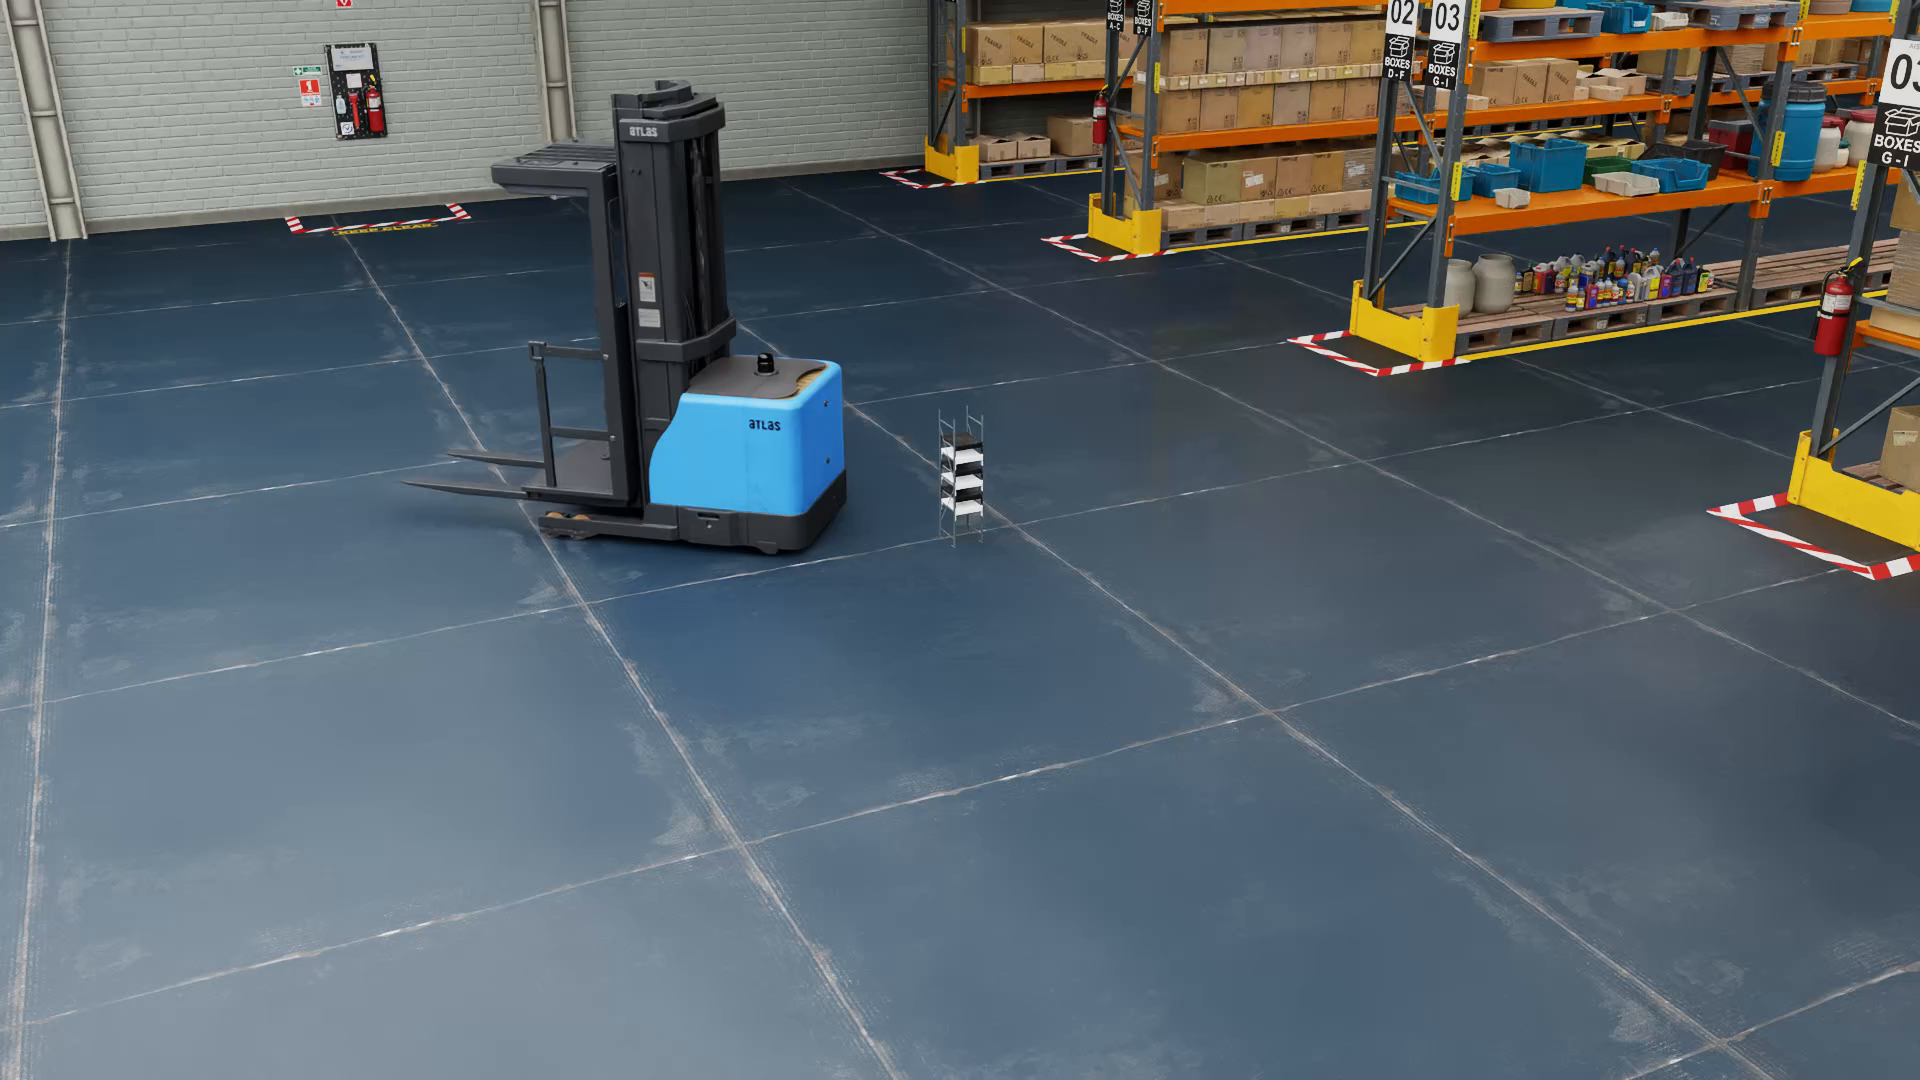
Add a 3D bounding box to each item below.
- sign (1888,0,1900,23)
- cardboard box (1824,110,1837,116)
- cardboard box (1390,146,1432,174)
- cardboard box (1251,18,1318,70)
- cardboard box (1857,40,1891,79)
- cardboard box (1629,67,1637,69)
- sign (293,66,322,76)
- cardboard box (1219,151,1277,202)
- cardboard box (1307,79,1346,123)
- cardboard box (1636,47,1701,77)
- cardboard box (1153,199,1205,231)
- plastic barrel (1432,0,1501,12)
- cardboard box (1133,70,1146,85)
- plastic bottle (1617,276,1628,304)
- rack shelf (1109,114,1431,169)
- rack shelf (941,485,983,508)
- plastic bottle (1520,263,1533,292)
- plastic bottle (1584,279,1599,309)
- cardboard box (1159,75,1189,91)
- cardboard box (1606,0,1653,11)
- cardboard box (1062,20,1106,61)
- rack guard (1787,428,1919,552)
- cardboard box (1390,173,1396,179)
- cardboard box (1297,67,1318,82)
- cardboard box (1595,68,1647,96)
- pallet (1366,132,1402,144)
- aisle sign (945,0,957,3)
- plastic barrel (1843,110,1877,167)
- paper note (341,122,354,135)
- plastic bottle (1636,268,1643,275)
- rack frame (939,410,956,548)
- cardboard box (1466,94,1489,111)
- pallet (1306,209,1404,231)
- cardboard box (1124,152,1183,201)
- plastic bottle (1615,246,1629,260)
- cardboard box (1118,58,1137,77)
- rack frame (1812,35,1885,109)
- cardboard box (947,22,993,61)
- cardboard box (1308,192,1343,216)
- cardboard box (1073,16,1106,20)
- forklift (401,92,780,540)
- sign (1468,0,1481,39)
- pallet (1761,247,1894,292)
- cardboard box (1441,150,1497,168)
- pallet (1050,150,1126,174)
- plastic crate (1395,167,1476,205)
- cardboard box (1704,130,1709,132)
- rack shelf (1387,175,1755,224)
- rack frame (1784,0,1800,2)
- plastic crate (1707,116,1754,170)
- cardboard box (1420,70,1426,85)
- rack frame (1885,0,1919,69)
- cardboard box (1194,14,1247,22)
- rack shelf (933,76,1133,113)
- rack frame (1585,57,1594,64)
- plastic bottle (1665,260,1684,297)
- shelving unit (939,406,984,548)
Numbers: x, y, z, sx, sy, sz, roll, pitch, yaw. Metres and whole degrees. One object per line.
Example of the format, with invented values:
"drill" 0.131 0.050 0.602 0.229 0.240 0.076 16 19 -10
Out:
"sign" 6.032 -3.483 10.662 0.005 0.325 0.100 -10 25 -24
"cardboard box" 13.165 -6.139 24.851 0.500 0.500 0.500 -10 25 -24
"cardboard box" 5.807 -4.920 21.527 0.500 0.311 0.500 -10 25 -24
"cardboard box" 3.812 -5.891 19.734 0.500 0.500 0.700 -10 25 -24
"cardboard box" 13.352 -6.935 23.951 0.500 0.500 0.500 -10 24 -22
"cardboard box" 11.729 -8.026 28.589 0.250 0.149 0.380 -10 24 -22
"sign" -8.119 -5.839 20.695 0.331 0.109 0.001 -10 25 -24
"cardboard box" 3.436 -4.361 19.929 0.500 0.500 0.500 -10 25 -24
"cardboard box" 4.243 -5.370 20.170 0.500 0.500 0.700 -10 25 -23
"cardboard box" 9.689 -6.618 22.637 0.700 0.500 0.500 21 30 41
"cardboard box" 2.541 -3.844 19.660 0.500 0.250 0.500 -10 25 -24
"plastic barrel" 4.489 -5.103 14.623 0.708 0.830 0.600 -10 25 -24
"cardboard box" 2.223 -5.383 19.353 0.250 0.149 0.380 -11 25 -25
"plastic bottle" 6.457 -2.443 16.222 0.097 0.271 0.097 0 22 0
"rack shelf" 3.764 -4.907 20.123 4.000 0.370 1.077 -10 25 -24
"rack shelf" 0.007 -0.303 11.128 0.200 0.077 0.258 -10 25 -24
"plastic bottle" 5.669 -2.630 16.657 0.133 0.283 0.061 -10 24 -22
"plastic bottle" 6.087 -2.373 16.037 0.133 0.283 0.061 -10 25 -23
"cardboard box" 2.409 -5.245 19.019 0.250 0.149 0.380 -11 25 -24
"cardboard box" 11.119 -8.828 28.262 0.700 0.700 0.980 -10 25 -23
"cardboard box" 1.748 -7.128 23.738 0.500 0.500 0.500 -10 24 -22
"rack guard" 6.323 -0.351 11.444 0.348 0.500 1.175 -10 25 -24
"cardboard box" 5.814 -4.664 21.640 0.500 0.250 0.500 -11 25 -24
"cardboard box" 4.031 -5.543 19.740 0.250 0.149 0.380 -10 24 -22
"cardboard box" 8.824 -6.148 22.298 0.500 0.311 0.500 -9 24 -20
"pallet" 6.314 -6.524 26.734 1.213 0.211 1.003 -10 25 -24
"aisle sign" -0.125 -7.700 22.531 0.004 0.787 0.394 -10 25 -24
"plastic barrel" 9.329 -4.131 17.131 0.433 0.535 0.433 0 22 0
"paper note" -7.773 -5.224 21.100 0.142 0.148 0.016 -10 25 -24
"plastic bottle" 6.724 -2.551 16.468 0.133 0.283 0.061 -10 25 -24
"rack frame" -0.084 -0.400 11.040 0.006 0.900 0.240 -10 25 -24
"cardboard box" 6.453 -5.532 21.020 0.250 0.149 0.380 -10 25 -24
"pallet" 4.831 -4.165 21.037 1.213 0.211 1.003 -10 25 -24
"cardboard box" 2.316 -4.369 19.949 0.500 0.500 0.500 -10 25 -24
"plastic bottle" 6.804 -2.852 17.106 0.185 0.351 0.144 -10 24 -22
"cardboard box" 2.220 -6.866 24.085 0.500 0.250 0.500 -11 25 -24
"rack frame" 12.774 -6.898 23.993 0.127 3.000 1.000 -10 25 -24
"cardboard box" 0.143 -7.052 23.554 0.500 0.500 0.500 -11 25 -24
"cardboard box" 4.344 -4.175 20.460 0.500 0.250 0.500 -10 25 -24
"cardboard box" 1.981 -7.393 24.378 0.500 0.500 0.500 -10 24 -22
"forklift" -2.416 -1.520 11.173 2.937 2.867 1.118 5 23 13
"sign" 4.341 -4.400 14.024 0.005 0.325 0.100 -10 25 -24
"pallet" 9.503 -2.923 18.035 1.213 0.211 1.003 -10 25 -24
"cardboard box" 6.500 -4.818 21.280 0.500 0.311 0.500 -11 25 -24
"pallet" 1.724 -5.662 24.652 1.213 0.211 1.003 -10 25 -24
"plastic crate" 4.428 -3.318 15.537 0.616 0.251 0.499 -10 25 -24
"cardboard box" 10.628 -5.430 23.140 0.500 0.500 0.500 -11 25 -24
"rack shelf" 5.909 -3.290 15.961 3.809 0.124 0.919 -10 25 -24
"rack frame" 7.711 -6.636 15.514 0.127 3.000 1.000 -10 25 -24
"plastic crate" 8.015 -4.079 17.098 0.583 0.464 0.402 -10 25 -24
"cardboard box" 7.738 -7.219 27.029 0.750 0.750 0.750 -11 25 -24
"rack frame" 6.255 -4.265 9.788 0.127 3.000 1.000 -10 25 -24
"cardboard box" 3.888 -7.600 24.982 0.500 0.500 0.700 -10 25 -23
"rack shelf" 1.612 -6.614 24.246 4.000 0.370 1.077 -10 25 -24
"rack frame" 10.624 -8.604 28.113 0.053 2.616 0.949 -10 25 -24
"plastic bottle" 7.083 -2.605 16.509 0.185 0.351 0.144 -12 25 -26
"shelving unit" 0.007 -0.417 11.081 0.210 0.900 0.258 -10 25 -24
